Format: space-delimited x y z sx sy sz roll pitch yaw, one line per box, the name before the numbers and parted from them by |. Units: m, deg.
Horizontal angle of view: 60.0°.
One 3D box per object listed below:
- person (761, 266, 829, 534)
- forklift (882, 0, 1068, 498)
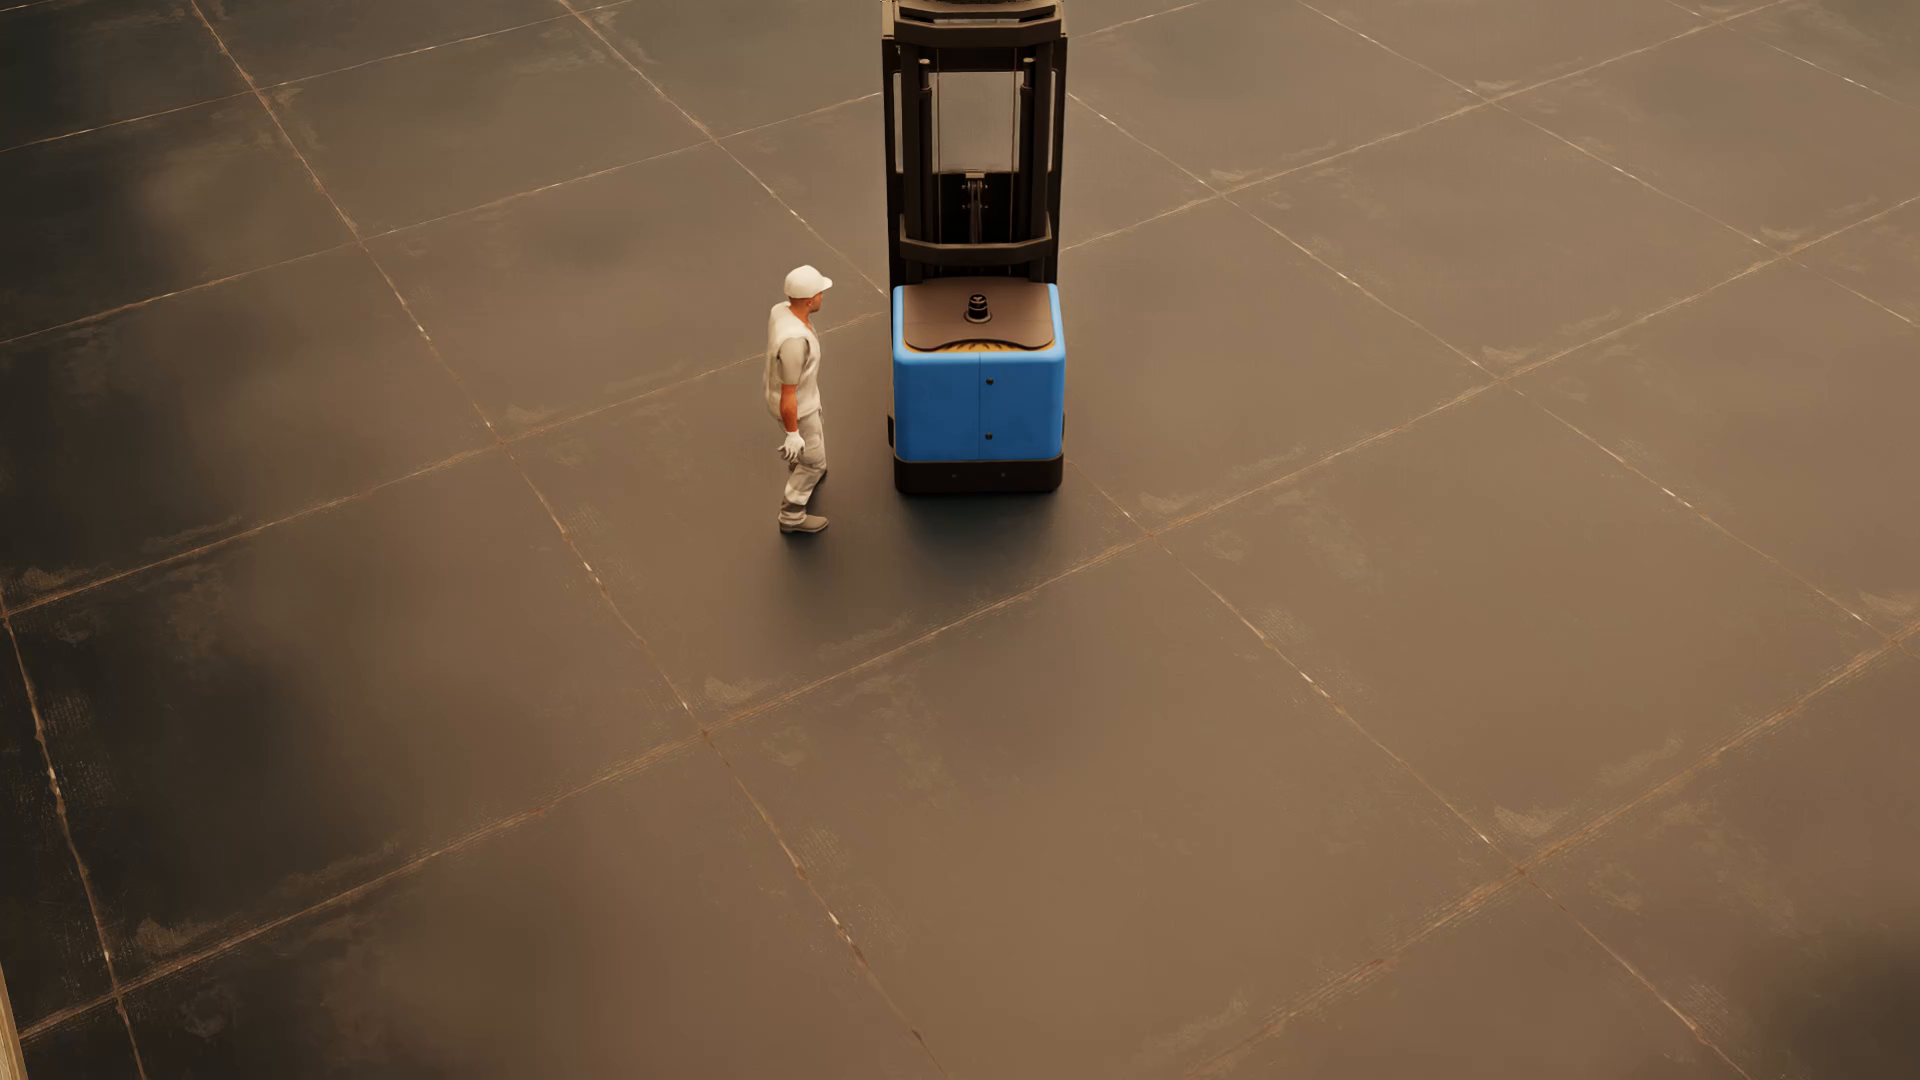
person | -0.935 -0.825 9.711 0.432 1.749 0.848 -10 42 -11
forklift | 0.079 -2.313 10.517 1.130 2.935 3.031 -1 41 -1
